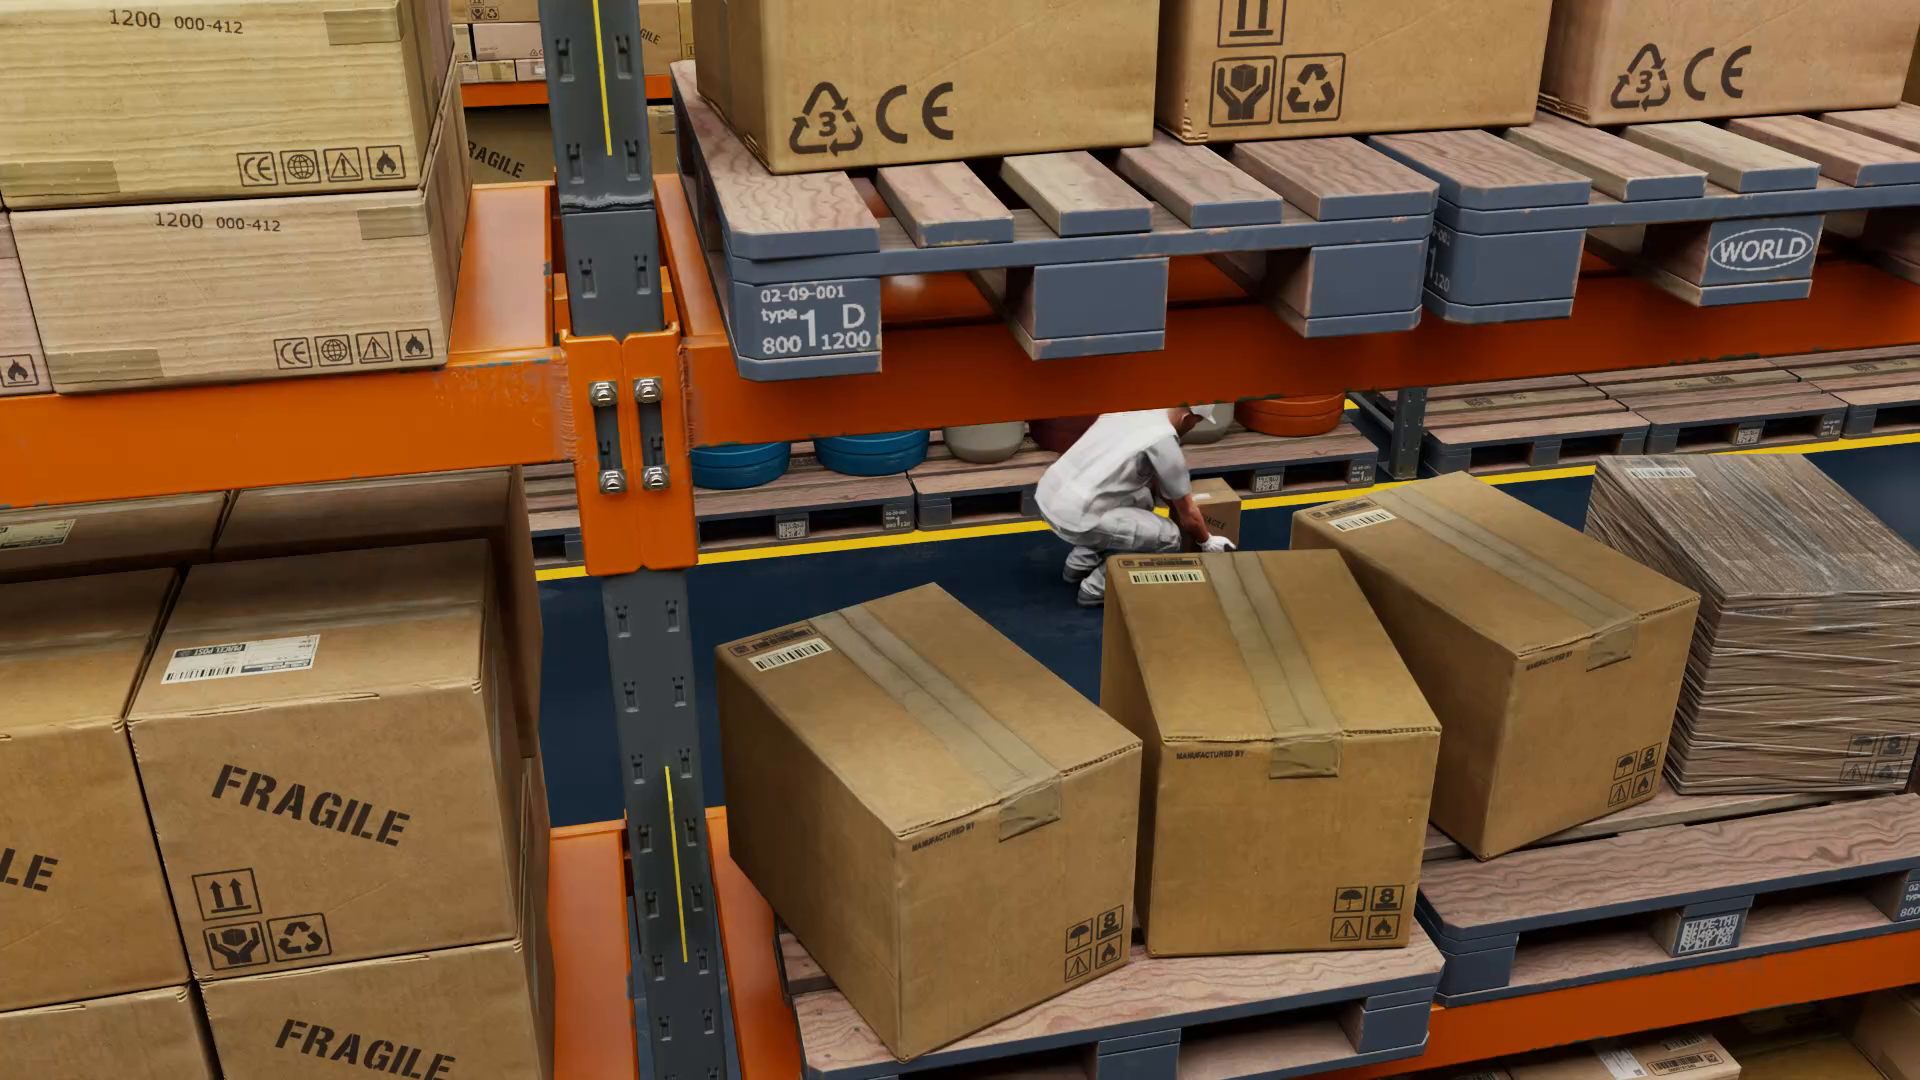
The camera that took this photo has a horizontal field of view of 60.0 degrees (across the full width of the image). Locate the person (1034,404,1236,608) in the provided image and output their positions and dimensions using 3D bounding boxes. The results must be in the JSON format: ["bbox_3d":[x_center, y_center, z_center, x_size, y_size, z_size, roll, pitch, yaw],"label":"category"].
[{"bbox_3d":[0.775,-0.236,7.464,0.884,0.990,0.569,-6,27,-11],"label":"person"}]
